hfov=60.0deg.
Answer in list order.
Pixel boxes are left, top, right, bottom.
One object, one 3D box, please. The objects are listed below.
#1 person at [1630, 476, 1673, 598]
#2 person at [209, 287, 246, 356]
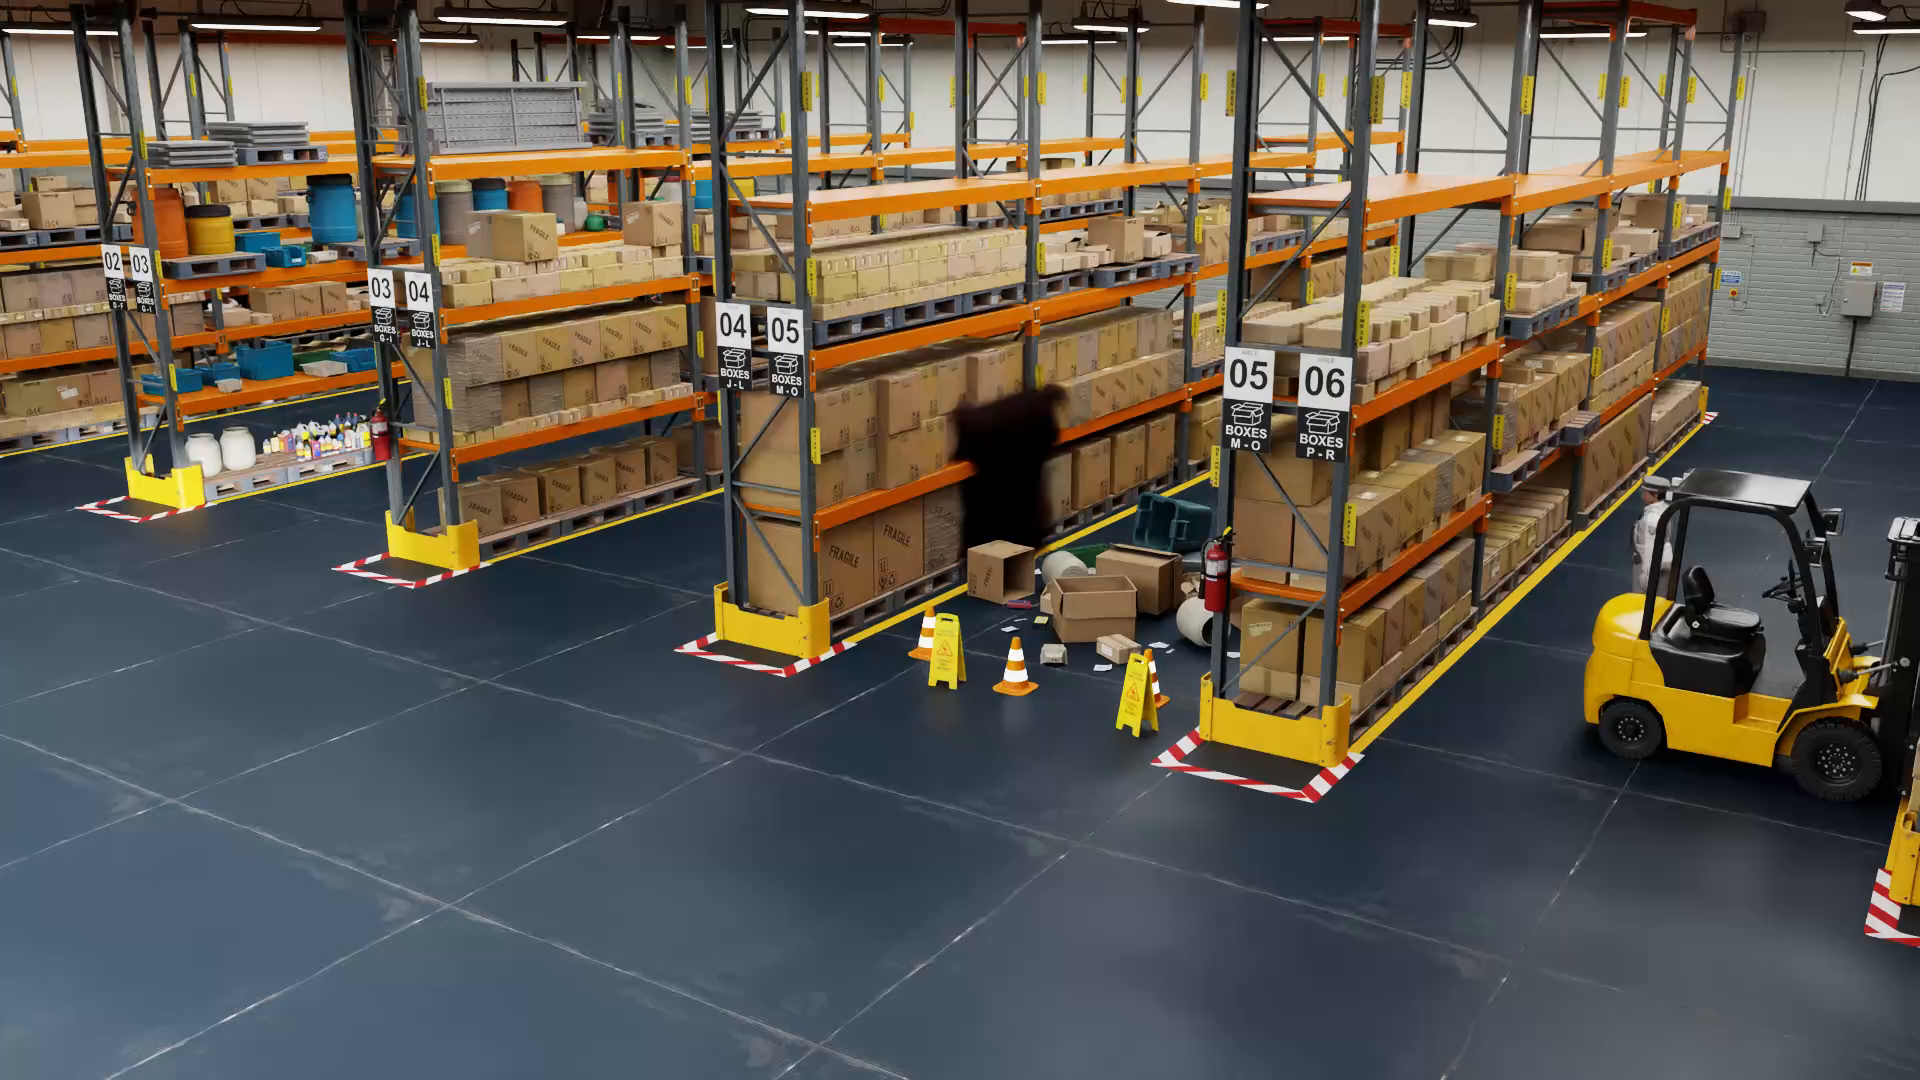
[{"bbox_3d":[6.372,0.241,15.278,0.500,1.670,0.398,-8,17,-27],"label":"person"},{"bbox_3d":[-12.562,-3.532,28.583,0.443,1.767,0.617,7,17,23],"label":"person"}]
